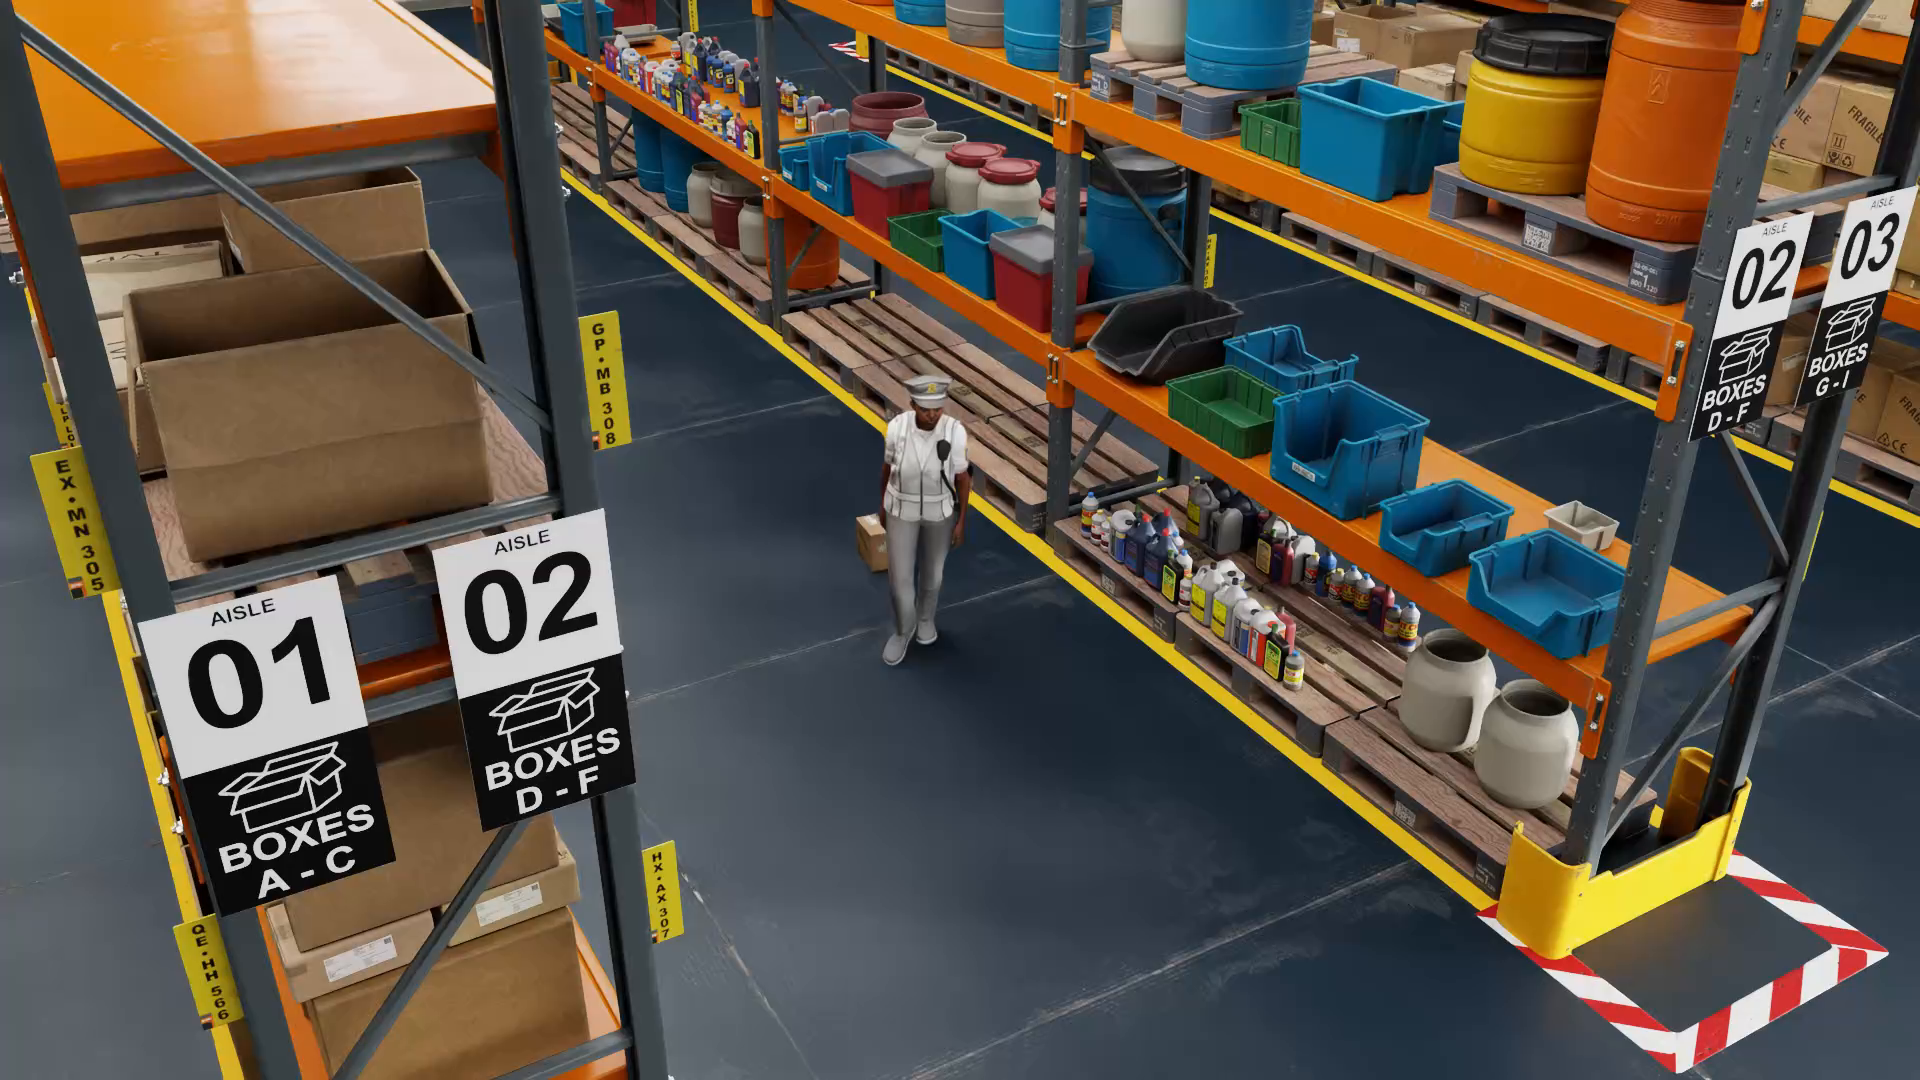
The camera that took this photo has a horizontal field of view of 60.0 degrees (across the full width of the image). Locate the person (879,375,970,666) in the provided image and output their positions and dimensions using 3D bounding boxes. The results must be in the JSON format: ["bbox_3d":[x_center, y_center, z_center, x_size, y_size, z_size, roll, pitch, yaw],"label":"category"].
[{"bbox_3d":[-0.190,-0.138,8.778,0.477,1.684,0.525,-2,29,-3],"label":"person"}]
